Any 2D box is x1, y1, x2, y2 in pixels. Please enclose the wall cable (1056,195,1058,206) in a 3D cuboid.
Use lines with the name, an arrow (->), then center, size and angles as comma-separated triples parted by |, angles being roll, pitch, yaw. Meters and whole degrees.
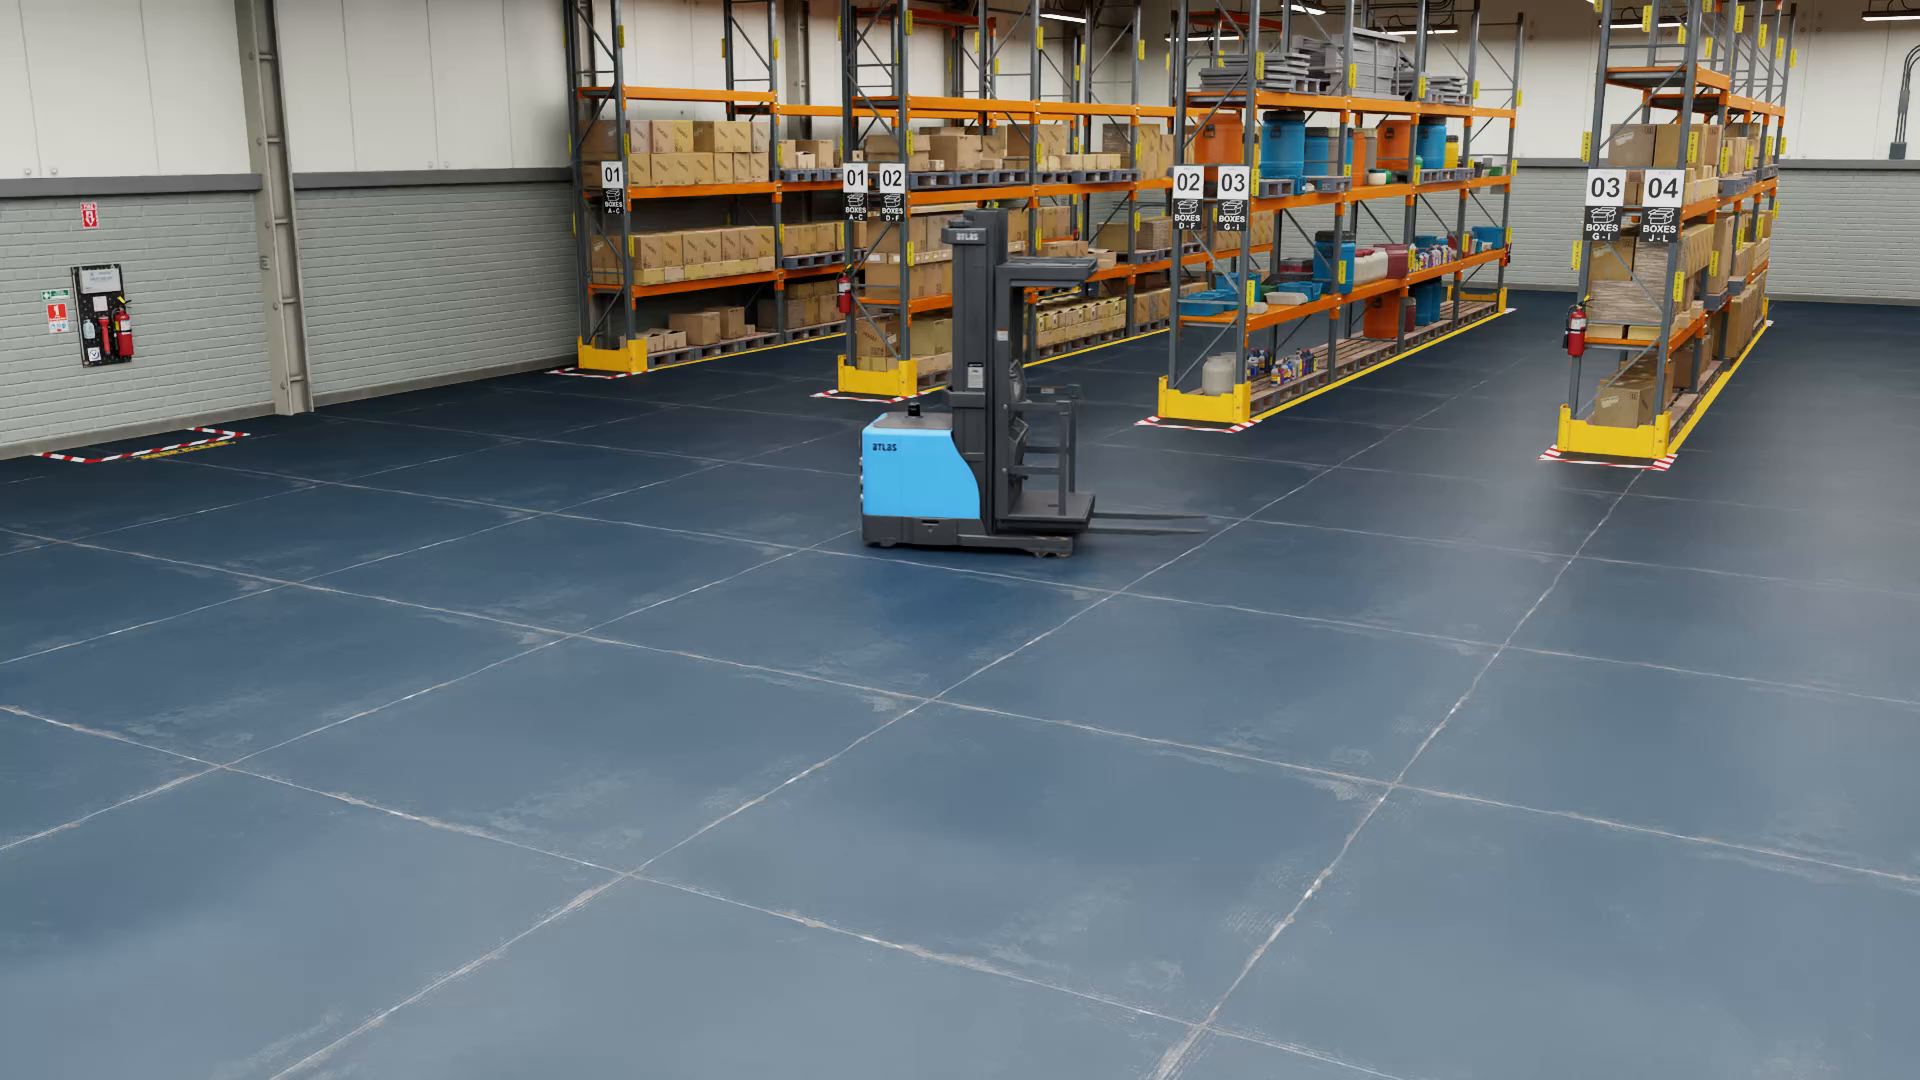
wall cable -> 2.017, -8.286, 40.837 | 0.084, 1.984, 1.851 | 7, 15, 28

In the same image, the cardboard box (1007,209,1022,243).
cardboard box -> 0.554, -4.988, 26.340 | 0.700, 0.500, 0.500 | 7, 15, 28

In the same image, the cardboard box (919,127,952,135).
cardboard box -> -0.502, -8.406, 34.351 | 0.500, 0.250, 0.500 | 7, 15, 26

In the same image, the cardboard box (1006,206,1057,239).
cardboard box -> 1.646, -7.312, 38.323 | 0.980, 0.700, 0.700 | 7, 15, 28

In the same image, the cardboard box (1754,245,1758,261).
cardboard box -> 13.757, -5.057, 29.293 | 0.500, 0.250, 0.500 | 7, 15, 27

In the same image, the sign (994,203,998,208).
sign -> 0.772, -7.067, 35.644 | 0.100, 0.325, 0.005 | 7, 15, 28

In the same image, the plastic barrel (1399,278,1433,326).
plastic barrel -> 8.344, -4.408, 30.501 | 0.600, 0.901, 0.708 | 7, 15, 28

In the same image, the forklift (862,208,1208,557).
forklift -> 0.693, -1.410, 14.628 | 3.031, 2.935, 1.130 | 2, 14, 8

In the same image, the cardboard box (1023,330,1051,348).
cardboard box -> 1.175, -3.322, 27.384 | 0.500, 0.250, 0.500 | 7, 15, 27

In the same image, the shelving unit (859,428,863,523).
shelving unit -> -0.799, -0.617, 15.673 | 0.210, 0.900, 0.258 | 5, 15, 21

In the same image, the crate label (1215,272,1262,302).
crate label -> 3.817, -3.443, 22.839 | 0.502, 0.435, 0.616 | 7, 15, 28

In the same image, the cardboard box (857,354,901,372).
cardboard box -> -1.170, -2.590, 24.349 | 0.500, 0.250, 0.500 | 7, 15, 28

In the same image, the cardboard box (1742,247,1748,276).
cardboard box -> 12.575, -4.529, 27.206 | 0.500, 0.500, 0.500 | 7, 15, 28

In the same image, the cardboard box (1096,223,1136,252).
cardboard box -> 2.902, -5.615, 30.817 | 0.700, 0.500, 0.500 | 2, 14, 9

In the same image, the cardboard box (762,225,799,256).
cardboard box -> -3.299, -5.324, 29.563 | 0.700, 0.500, 0.500 | 7, 15, 28

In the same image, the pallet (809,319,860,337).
pallet -> -2.611, -4.016, 31.242 | 1.003, 0.211, 1.213 | 7, 15, 28

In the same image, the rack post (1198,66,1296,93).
rack post -> 3.640, -5.832, 21.089 | 0.937, 0.300, 0.954 | 9, 16, 34

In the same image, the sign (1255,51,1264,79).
sign -> 3.643, -5.769, 20.209 | 0.100, 0.325, 0.005 | 7, 15, 28

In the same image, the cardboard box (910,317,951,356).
cardboard box -> -0.477, -2.999, 24.444 | 0.500, 0.500, 0.500 | 7, 15, 28

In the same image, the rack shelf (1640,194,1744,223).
rack shelf -> 10.400, -4.796, 23.661 | 1.077, 0.370, 4.000 | 7, 15, 28

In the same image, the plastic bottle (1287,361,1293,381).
plastic bottle -> 4.625, -2.374, 23.363 | 0.097, 0.271, 0.097 | 0, 14, 0

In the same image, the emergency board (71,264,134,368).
emergency board -> -10.056, -2.648, 19.617 | 0.194, 1.169, 0.643 | 7, 15, 28

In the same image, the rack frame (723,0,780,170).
rack frame -> -3.575, -7.877, 28.506 | 1.000, 3.000, 0.127 | 7, 15, 28

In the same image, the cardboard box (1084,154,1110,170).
cardboard box -> 2.289, -6.601, 29.038 | 0.500, 0.250, 0.500 | 8, 16, 30

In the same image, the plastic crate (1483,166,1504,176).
plastic crate -> 10.672, -7.421, 33.465 | 0.450, 0.188, 0.336 | 7, 15, 28

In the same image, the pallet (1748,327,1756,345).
pallet -> 13.737, -3.710, 29.971 | 1.003, 0.211, 1.213 | 7, 15, 28

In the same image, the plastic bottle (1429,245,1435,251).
plastic bottle -> 8.591, -5.208, 30.342 | 0.144, 0.351, 0.185 | 7, 15, 28

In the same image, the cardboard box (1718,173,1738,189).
cardboard box -> 10.878, -5.152, 23.921 | 0.500, 0.250, 0.500 | 8, 16, 30

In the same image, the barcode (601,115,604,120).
barcode -> -5.603, -6.627, 26.094 | 0.001, 0.075, 0.075 | 7, 15, 28

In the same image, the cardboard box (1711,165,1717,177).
cardboard box -> 9.529, -4.757, 21.433 | 0.380, 0.149, 0.250 | 8, 16, 30

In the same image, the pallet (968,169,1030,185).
pallet -> 0.373, -5.637, 25.805 | 1.003, 0.211, 1.213 | 7, 15, 28

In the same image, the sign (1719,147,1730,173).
sign -> 9.912, -4.927, 21.565 | 0.100, 0.325, 0.005 | 7, 15, 28

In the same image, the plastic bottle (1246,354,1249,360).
plastic bottle -> 4.136, -2.545, 24.047 | 0.061, 0.283, 0.133 | 8, 16, 31

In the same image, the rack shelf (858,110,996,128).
rack shelf -> -0.675, -8.564, 33.744 | 1.077, 0.370, 4.000 | 7, 15, 28

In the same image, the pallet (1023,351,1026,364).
pallet -> 0.342, -2.886, 26.554 | 1.003, 0.211, 1.213 | 7, 15, 28

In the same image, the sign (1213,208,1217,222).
sign -> 5.118, -6.542, 33.299 | 0.100, 0.325, 0.005 | 7, 15, 28

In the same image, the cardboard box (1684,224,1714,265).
cardboard box -> 9.456, -3.833, 21.550 | 0.500, 0.500, 0.500 | 7, 15, 28

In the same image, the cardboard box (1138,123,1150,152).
cardboard box -> 3.160, -7.407, 30.610 | 0.500, 0.500, 0.500 | 7, 15, 28

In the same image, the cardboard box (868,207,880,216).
cardboard box -> -1.649, -6.471, 32.984 | 0.500, 0.250, 0.500 | 8, 16, 30

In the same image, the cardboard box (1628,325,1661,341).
cardboard box -> 7.846, -2.366, 18.982 | 0.380, 0.149, 0.250 | 7, 15, 28

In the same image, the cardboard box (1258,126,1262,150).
cardboard box -> 6.330, -8.748, 36.171 | 0.700, 0.500, 0.500 | 7, 15, 28

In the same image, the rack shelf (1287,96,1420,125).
rack shelf -> 6.064, -6.621, 25.684 | 1.077, 0.370, 4.000 | 7, 15, 28

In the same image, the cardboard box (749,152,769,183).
cardboard box -> -3.604, -6.345, 28.296 | 0.500, 0.500, 0.500 | 8, 16, 30

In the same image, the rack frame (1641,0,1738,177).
rack frame -> 9.433, -6.193, 21.523 | 1.000, 3.000, 0.127 | 7, 15, 28

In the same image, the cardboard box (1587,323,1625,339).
cardboard box -> 7.456, -2.416, 19.191 | 0.380, 0.149, 0.250 | 7, 15, 28

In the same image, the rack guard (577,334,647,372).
rack guard -> -5.472, -2.940, 26.163 | 1.175, 0.500, 0.348 | 7, 15, 28

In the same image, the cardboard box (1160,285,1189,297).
cardboard box -> 4.154, -4.703, 32.536 | 0.500, 0.500, 0.500 | 8, 16, 29

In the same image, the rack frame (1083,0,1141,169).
rack frame -> 2.697, -8.137, 29.586 | 1.000, 3.000, 0.127 | 7, 15, 28

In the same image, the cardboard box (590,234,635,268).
cardboard box -> -5.467, -4.562, 26.234 | 0.500, 0.500, 0.500 | 7, 15, 27

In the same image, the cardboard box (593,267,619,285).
cardboard box -> -5.453, -4.195, 26.310 | 0.500, 0.250, 0.500 | 8, 16, 29

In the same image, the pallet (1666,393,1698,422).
pallet -> 9.139, -1.780, 21.965 | 1.003, 0.211, 1.213 | 7, 15, 28

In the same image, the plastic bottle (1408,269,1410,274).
plastic bottle -> 7.603, -4.669, 28.275 | 0.097, 0.271, 0.097 | 0, 14, 0

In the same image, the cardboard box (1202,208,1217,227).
cardboard box -> 5.104, -6.641, 33.833 | 0.500, 0.500, 0.500 | 8, 16, 29

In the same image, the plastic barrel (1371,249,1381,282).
plastic barrel -> 6.517, -4.391, 26.610 | 0.421, 0.512, 0.421 | 0, 14, 0

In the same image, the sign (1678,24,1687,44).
sign -> 10.879, -7.607, 25.056 | 0.100, 0.325, 0.005 | 7, 15, 28

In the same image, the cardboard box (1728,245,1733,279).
cardboard box -> 10.958, -4.109, 24.569 | 0.700, 0.500, 0.500 | 10, 17, 36

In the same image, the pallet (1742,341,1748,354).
pallet -> 12.993, -3.396, 28.669 | 1.003, 0.211, 1.213 | 7, 15, 28
